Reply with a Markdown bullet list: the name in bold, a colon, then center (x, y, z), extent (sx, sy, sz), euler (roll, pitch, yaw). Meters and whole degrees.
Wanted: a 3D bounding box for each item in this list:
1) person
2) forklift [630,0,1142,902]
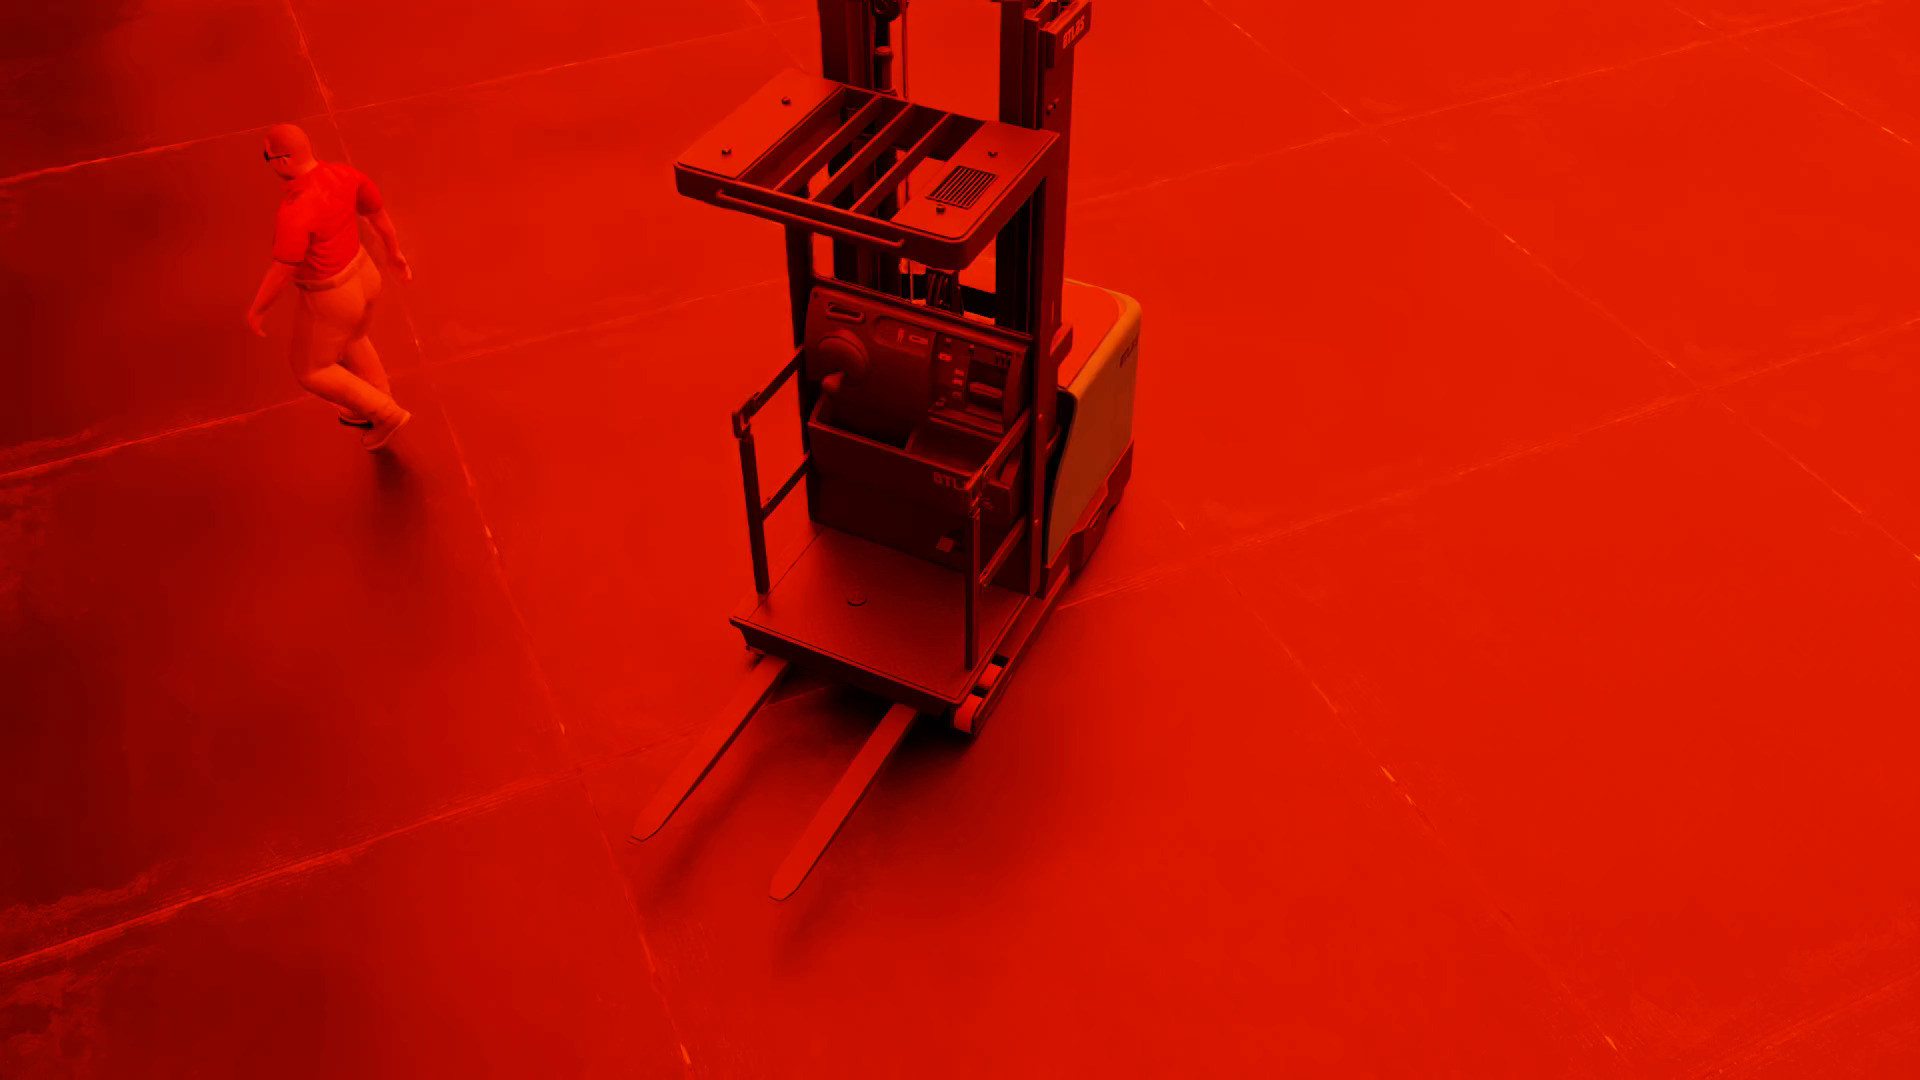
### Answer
- **person**: center (-2.937, -1.174, 7.837), extent (0.533, 1.709, 0.760), euler (9, 44, 9)
- **forklift**: center (-0.278, -0.611, 6.335), extent (1.130, 2.935, 3.031), euler (19, 46, 19)
